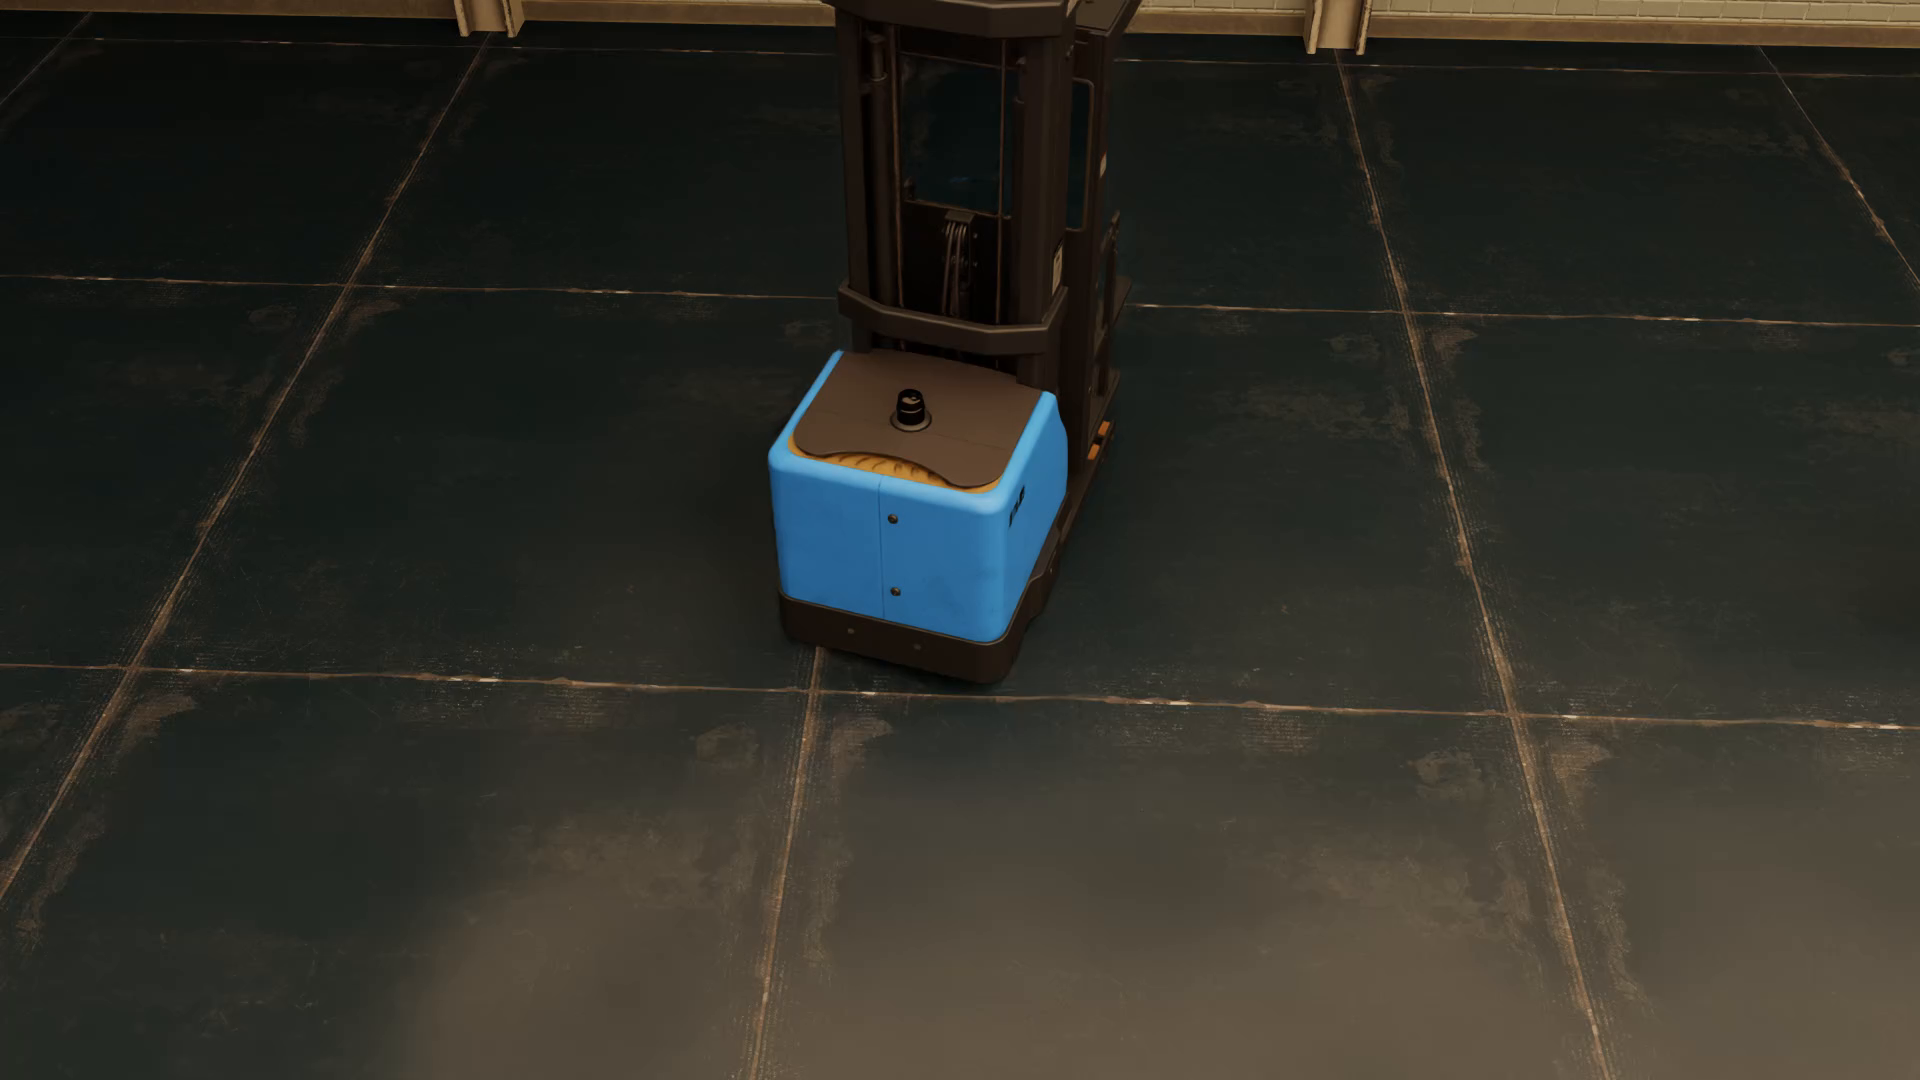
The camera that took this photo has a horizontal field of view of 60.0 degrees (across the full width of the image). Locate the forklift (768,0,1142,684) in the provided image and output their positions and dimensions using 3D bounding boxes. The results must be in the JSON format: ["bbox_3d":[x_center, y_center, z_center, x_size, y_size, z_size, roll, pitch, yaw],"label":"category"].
[{"bbox_3d":[0.148,-1.474,7.357,1.130,2.935,3.031,13,44,13],"label":"forklift"}]
